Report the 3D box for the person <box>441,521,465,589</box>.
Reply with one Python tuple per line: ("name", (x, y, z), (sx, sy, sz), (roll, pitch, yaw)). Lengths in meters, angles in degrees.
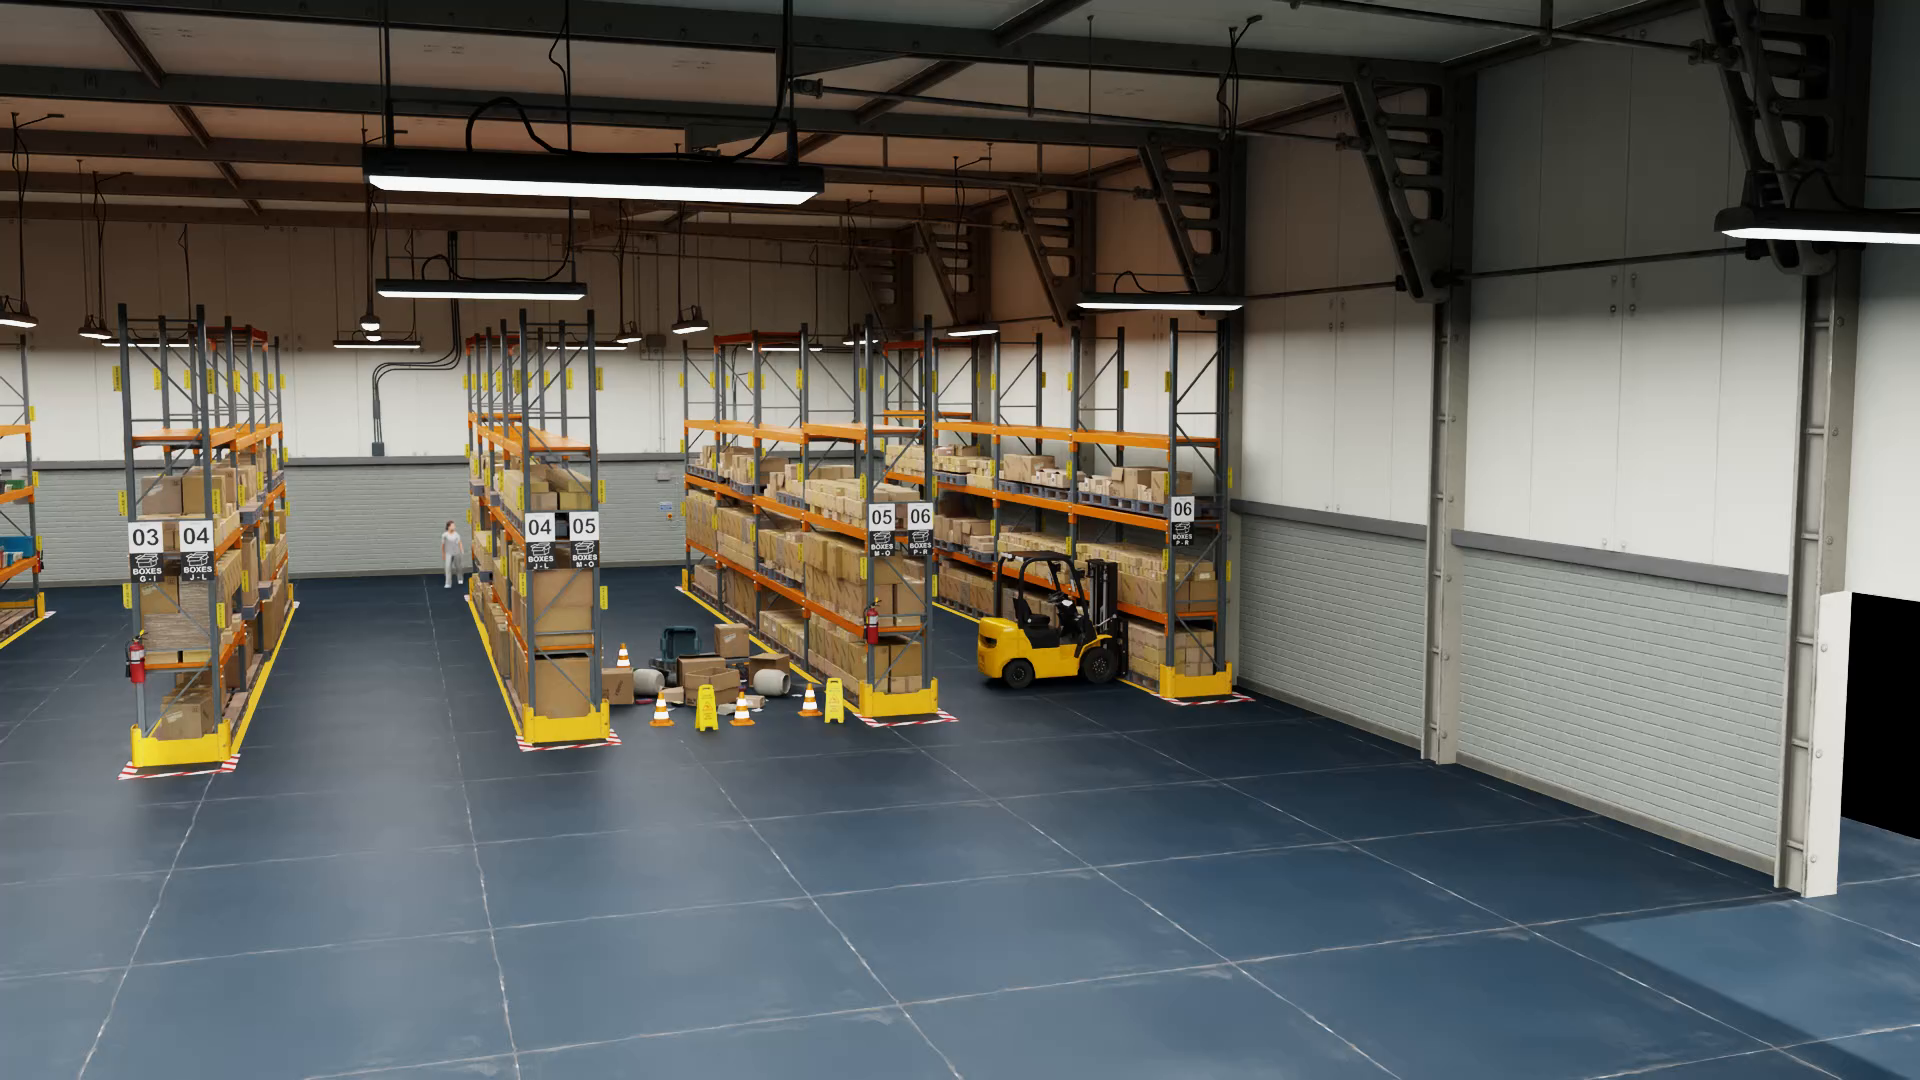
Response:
("person", (-12.345, 0.344, 40.536), (0.565, 1.625, 1.014), (-1, 5, -6))
